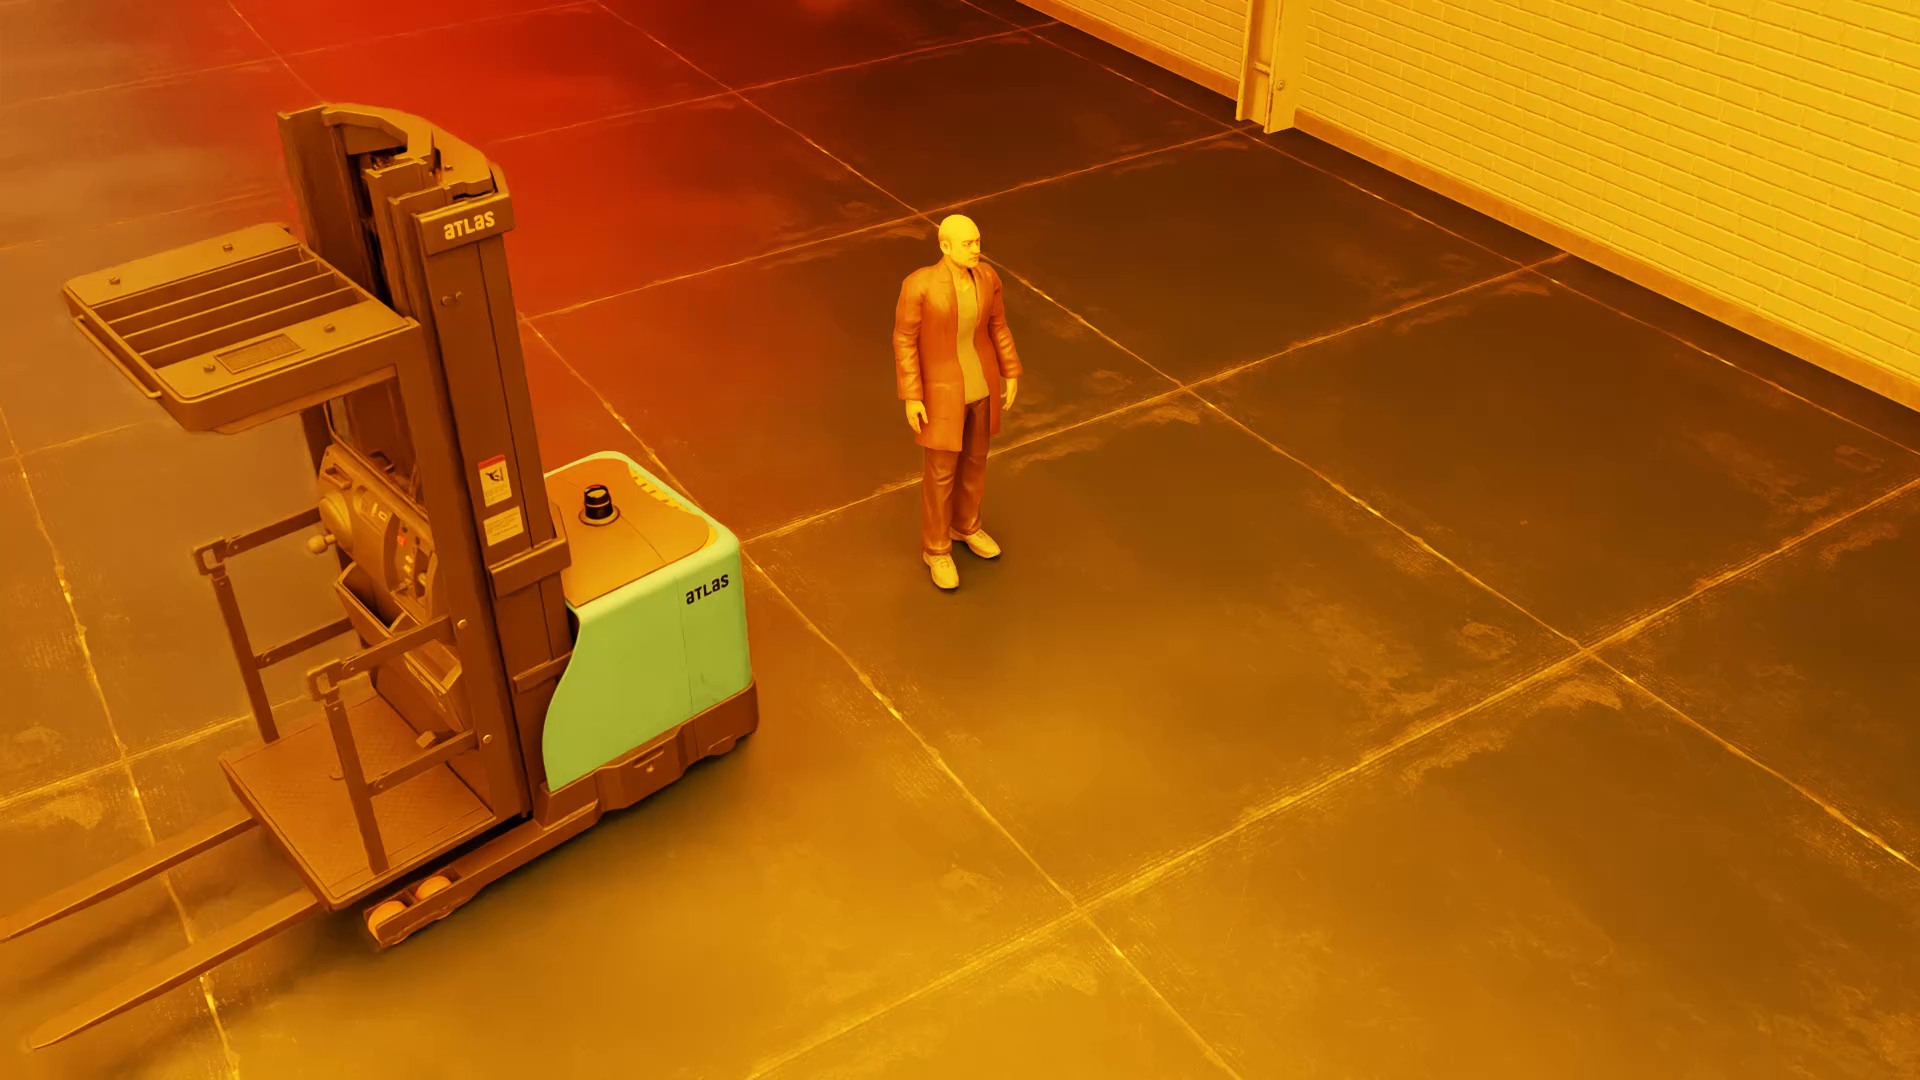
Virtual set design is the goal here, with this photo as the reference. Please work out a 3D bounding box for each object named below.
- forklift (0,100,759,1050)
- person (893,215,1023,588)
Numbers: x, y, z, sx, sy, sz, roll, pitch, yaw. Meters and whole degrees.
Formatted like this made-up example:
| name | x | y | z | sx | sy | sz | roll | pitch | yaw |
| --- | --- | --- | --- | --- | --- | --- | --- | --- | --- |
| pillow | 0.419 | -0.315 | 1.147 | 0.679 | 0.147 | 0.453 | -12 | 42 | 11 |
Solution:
| name | x | y | z | sx | sy | sz | roll | pitch | yaw |
| --- | --- | --- | --- | --- | --- | --- | --- | --- | --- |
| forklift | -2.329 | 0.030 | 6.104 | 3.031 | 2.935 | 1.130 | -27 | 43 | -33 |
| person | 0.047 | -0.688 | 8.117 | 0.698 | 1.778 | 0.579 | -21 | 40 | -27 |
